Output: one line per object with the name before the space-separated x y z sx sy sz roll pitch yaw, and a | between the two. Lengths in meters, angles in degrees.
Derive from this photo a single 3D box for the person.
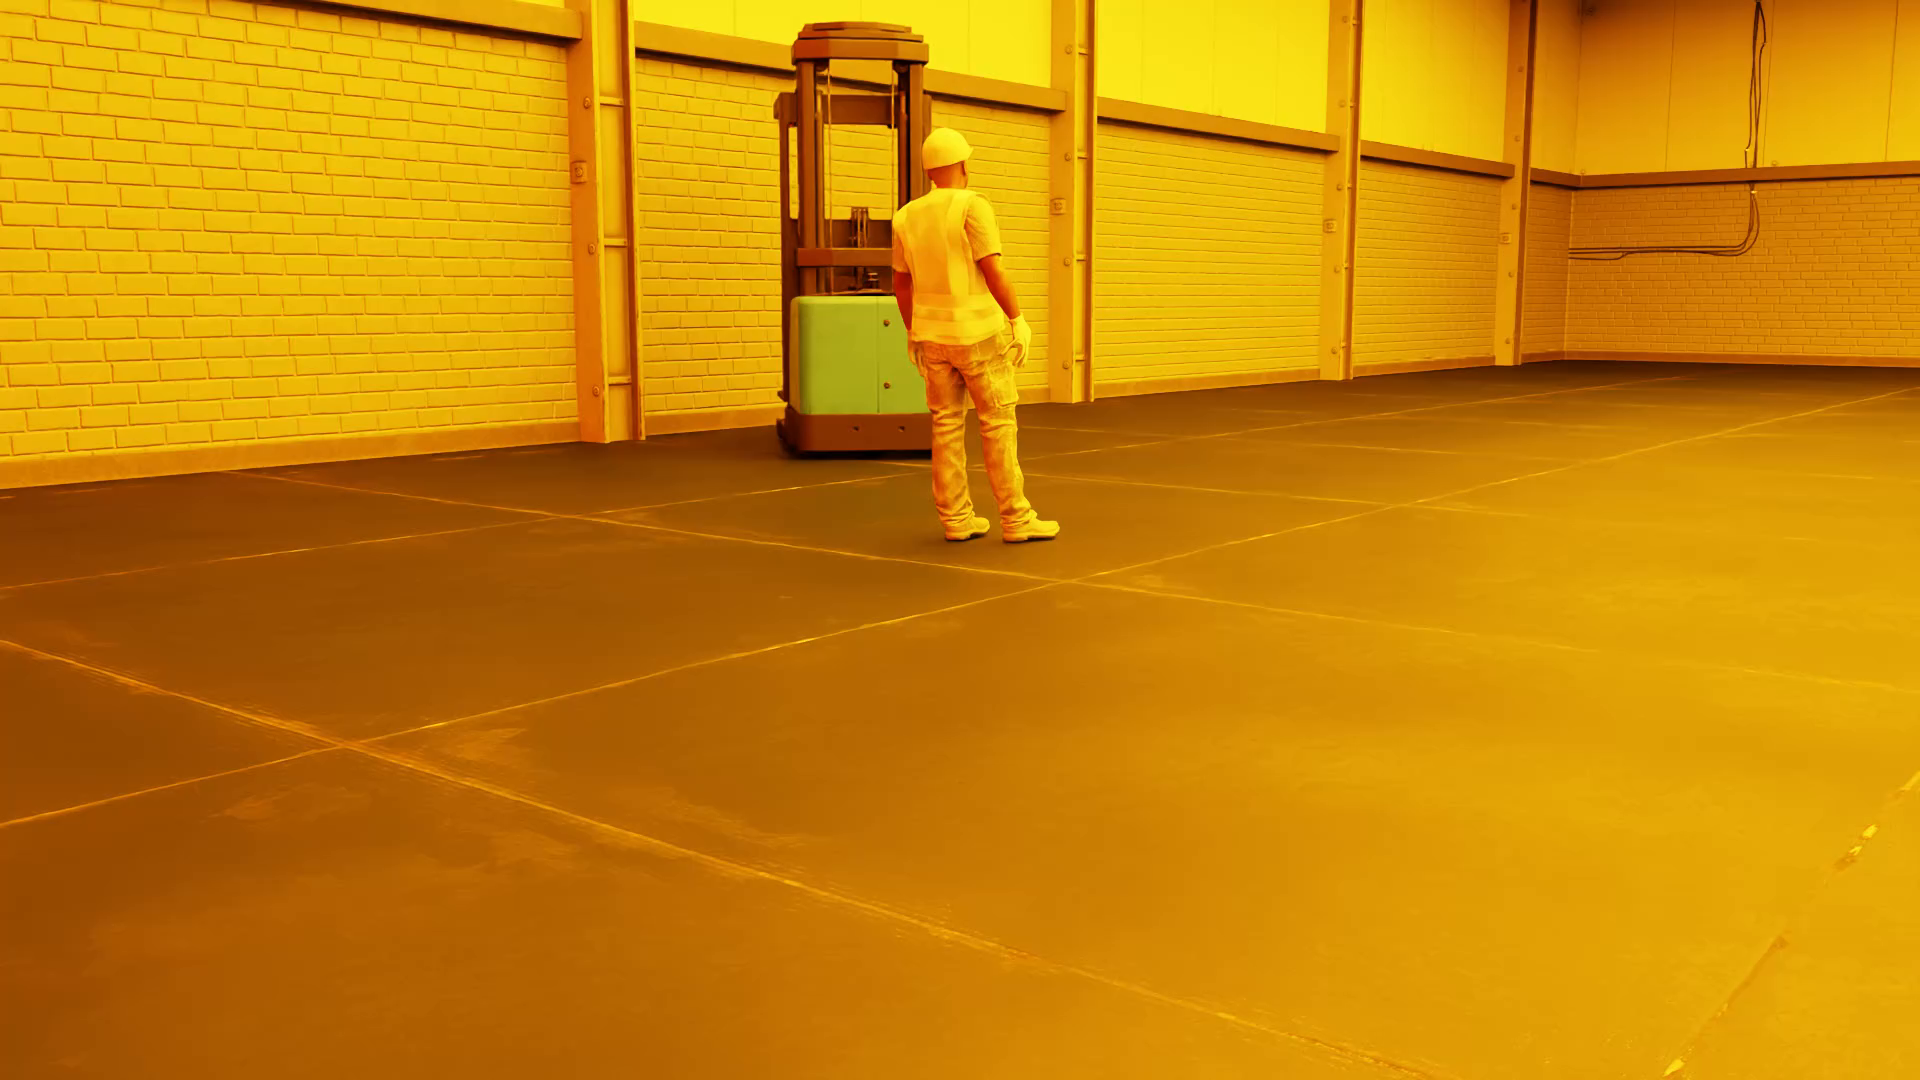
person | 0.052 -0.897 7.324 0.656 1.782 0.577 7 11 38

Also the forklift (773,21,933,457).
forklift | -0.787 -2.186 12.217 1.130 2.935 3.031 -1 8 -10
